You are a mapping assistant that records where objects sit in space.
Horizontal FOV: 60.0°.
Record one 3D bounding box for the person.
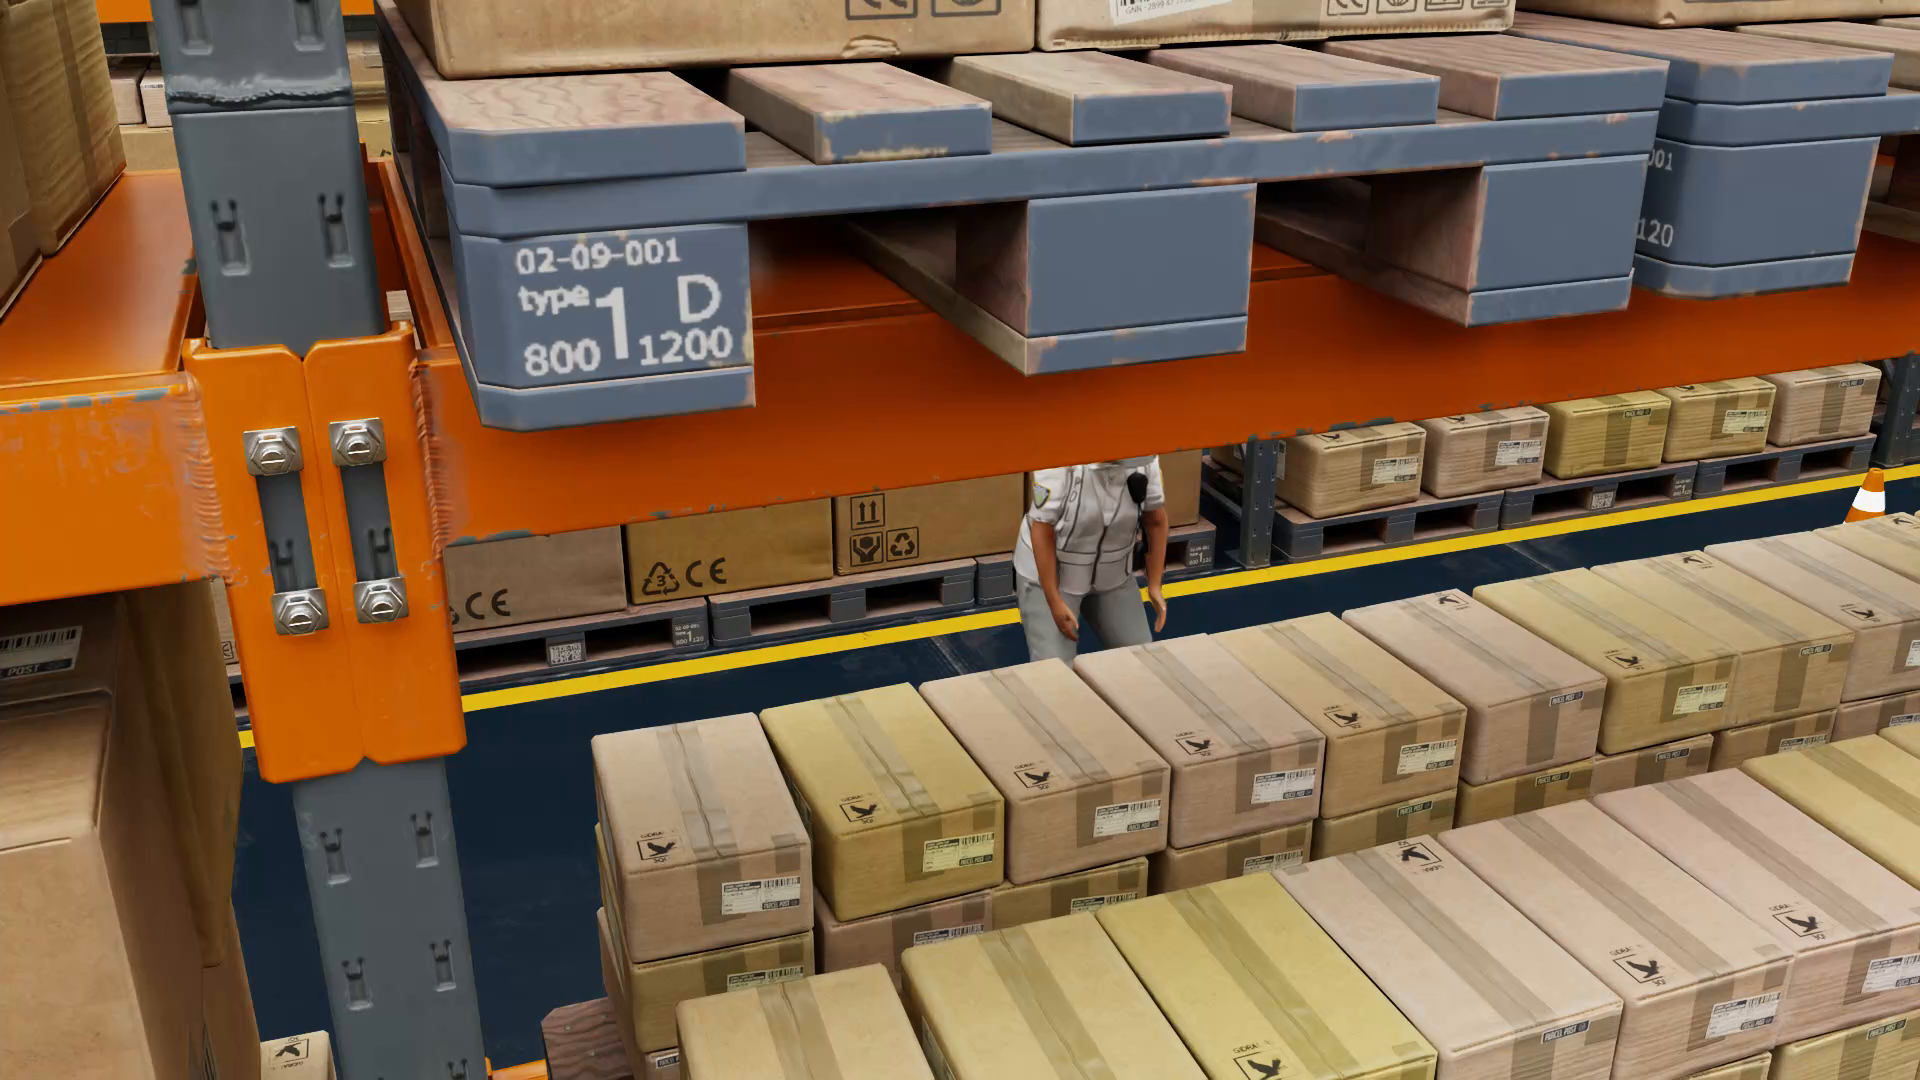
[{"bbox_3d":[0.473,0.168,5.867,0.512,1.542,0.591,-8,24,-18],"label":"person"}]
